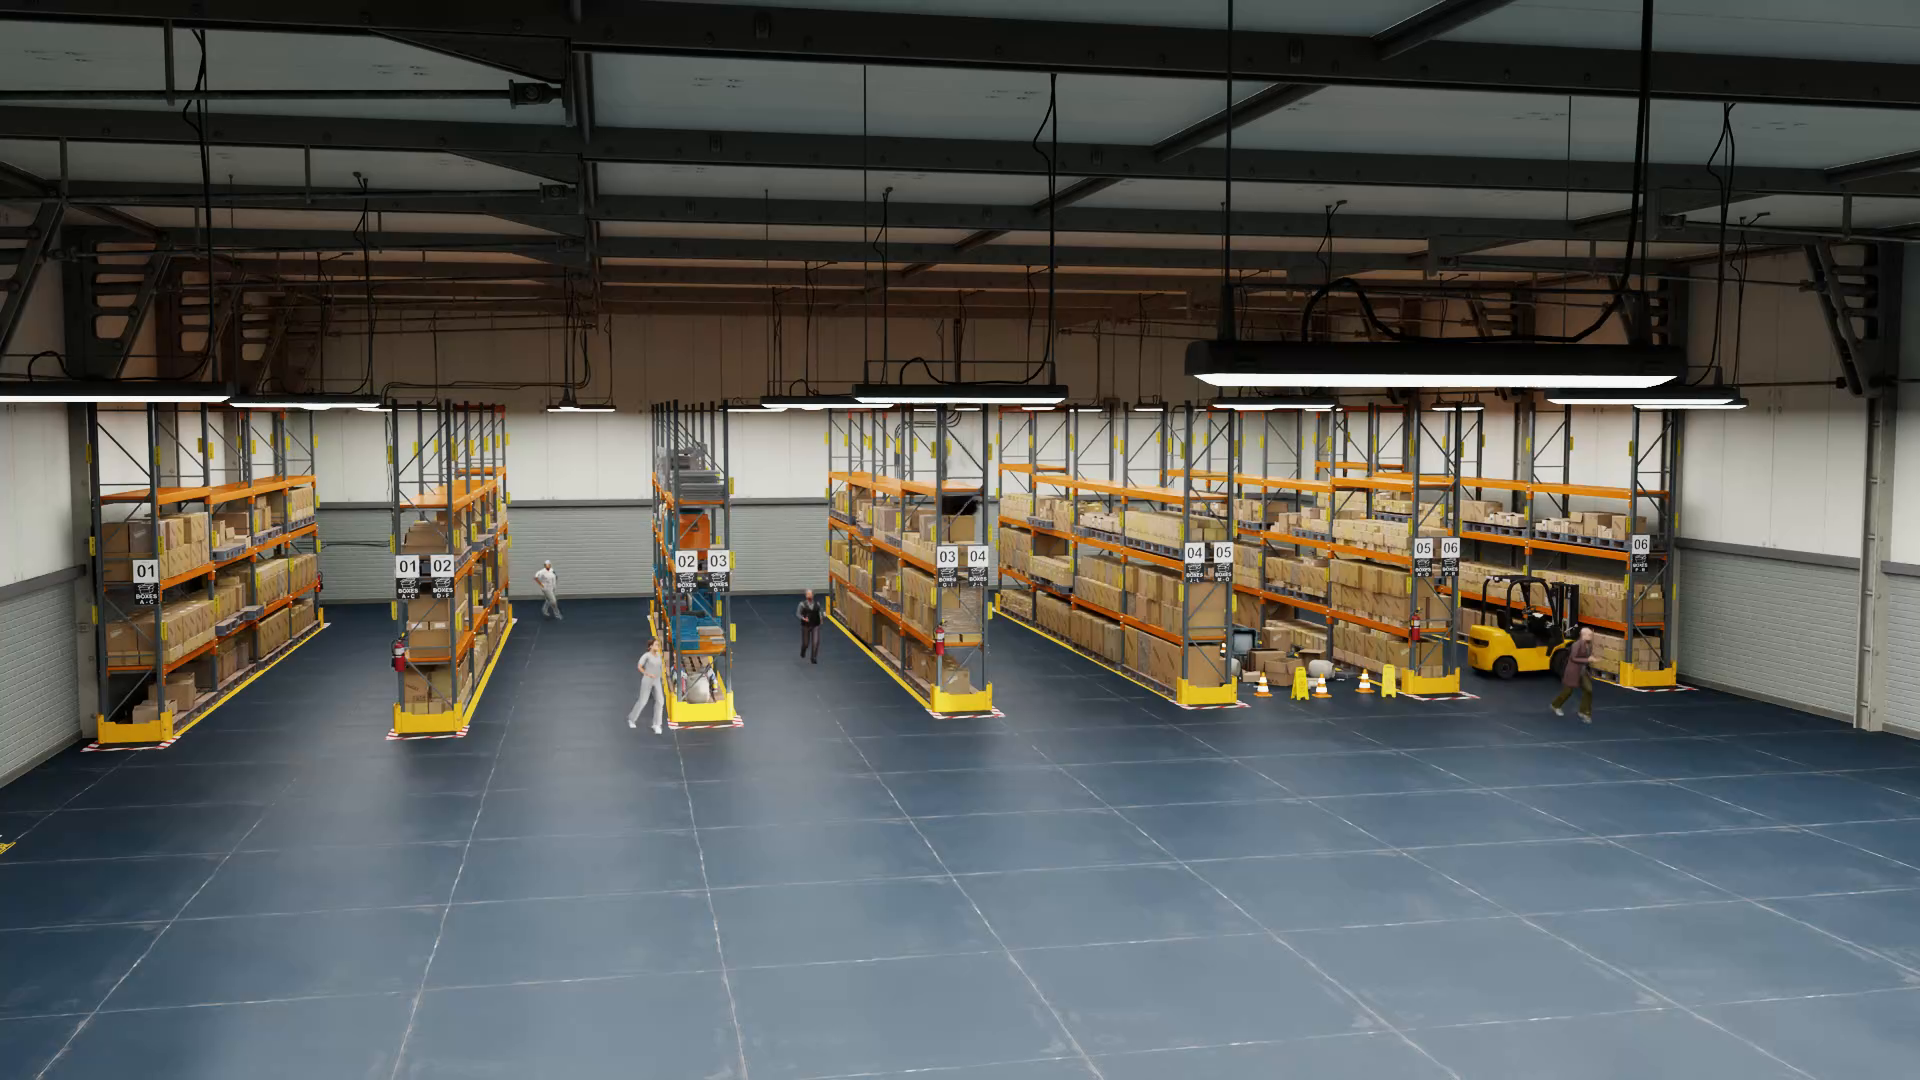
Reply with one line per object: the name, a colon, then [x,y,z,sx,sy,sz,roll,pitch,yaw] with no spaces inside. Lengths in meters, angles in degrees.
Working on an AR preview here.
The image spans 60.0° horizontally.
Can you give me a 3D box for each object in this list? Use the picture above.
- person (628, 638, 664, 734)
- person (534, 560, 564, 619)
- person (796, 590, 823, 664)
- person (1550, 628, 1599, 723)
person: [-5.586,2.619,30.174,0.868,1.678,0.643,4,6,45]
person: [-11.564,1.400,46.646,0.825,1.664,0.640,2,5,23]
person: [-3.450,1.994,38.352,0.669,1.684,0.760,-2,5,-19]
person: [11.517,2.533,31.146,0.732,1.831,1.019,-3,5,-36]
